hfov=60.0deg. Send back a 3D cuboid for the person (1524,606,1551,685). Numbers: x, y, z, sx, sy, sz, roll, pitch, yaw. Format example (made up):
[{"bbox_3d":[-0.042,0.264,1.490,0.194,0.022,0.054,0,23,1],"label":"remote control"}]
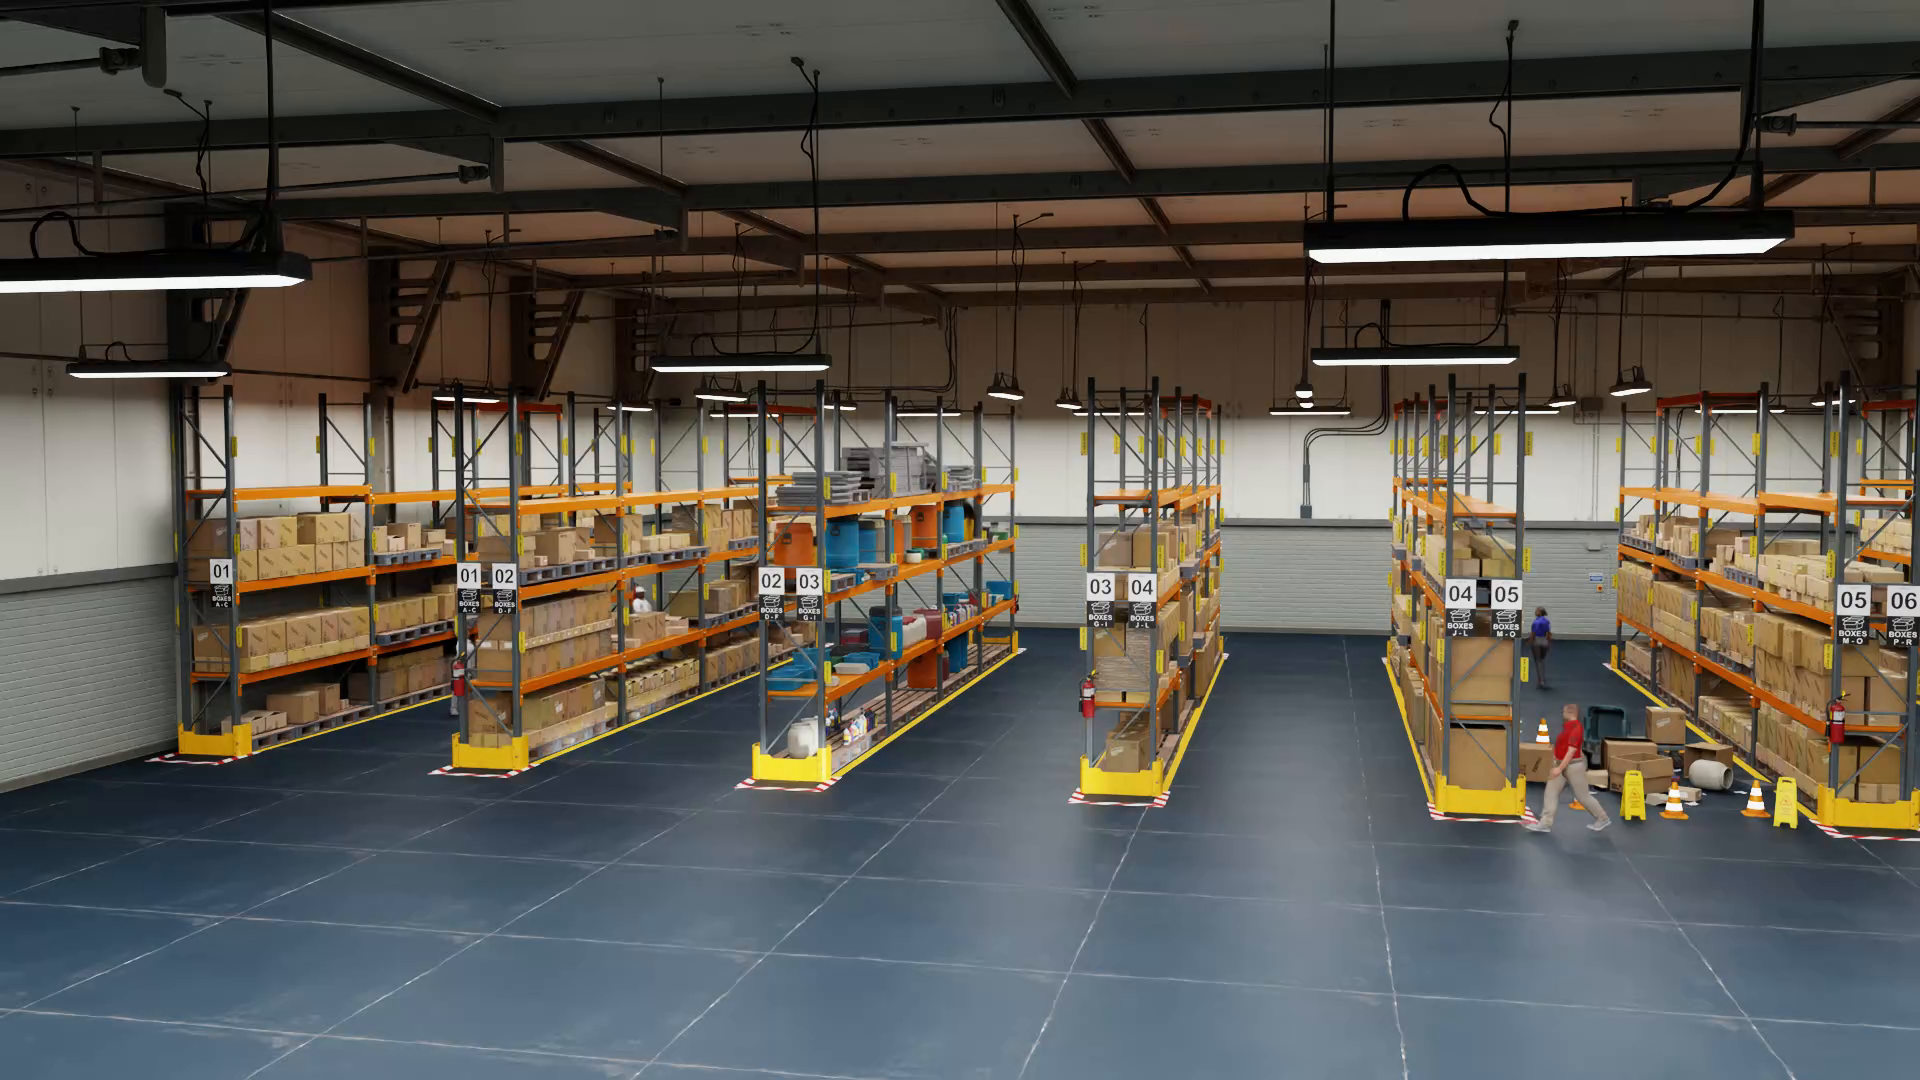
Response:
[{"bbox_3d":[12.138,2.228,34.863,0.526,1.683,0.659,0,3,-4],"label":"person"}]

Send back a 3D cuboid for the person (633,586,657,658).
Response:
[{"bbox_3d":[-7.298,1.954,38.787,0.640,1.750,0.603,0,3,-3],"label":"person"}]

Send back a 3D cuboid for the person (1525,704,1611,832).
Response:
[{"bbox_3d":[7.870,2.953,21.452,1.033,1.688,0.471,-1,3,-12],"label":"person"}]

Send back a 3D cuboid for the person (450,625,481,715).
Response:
[{"bbox_3d":[-9.194,2.428,31.141,0.594,1.685,0.639,1,3,21],"label":"person"}]
